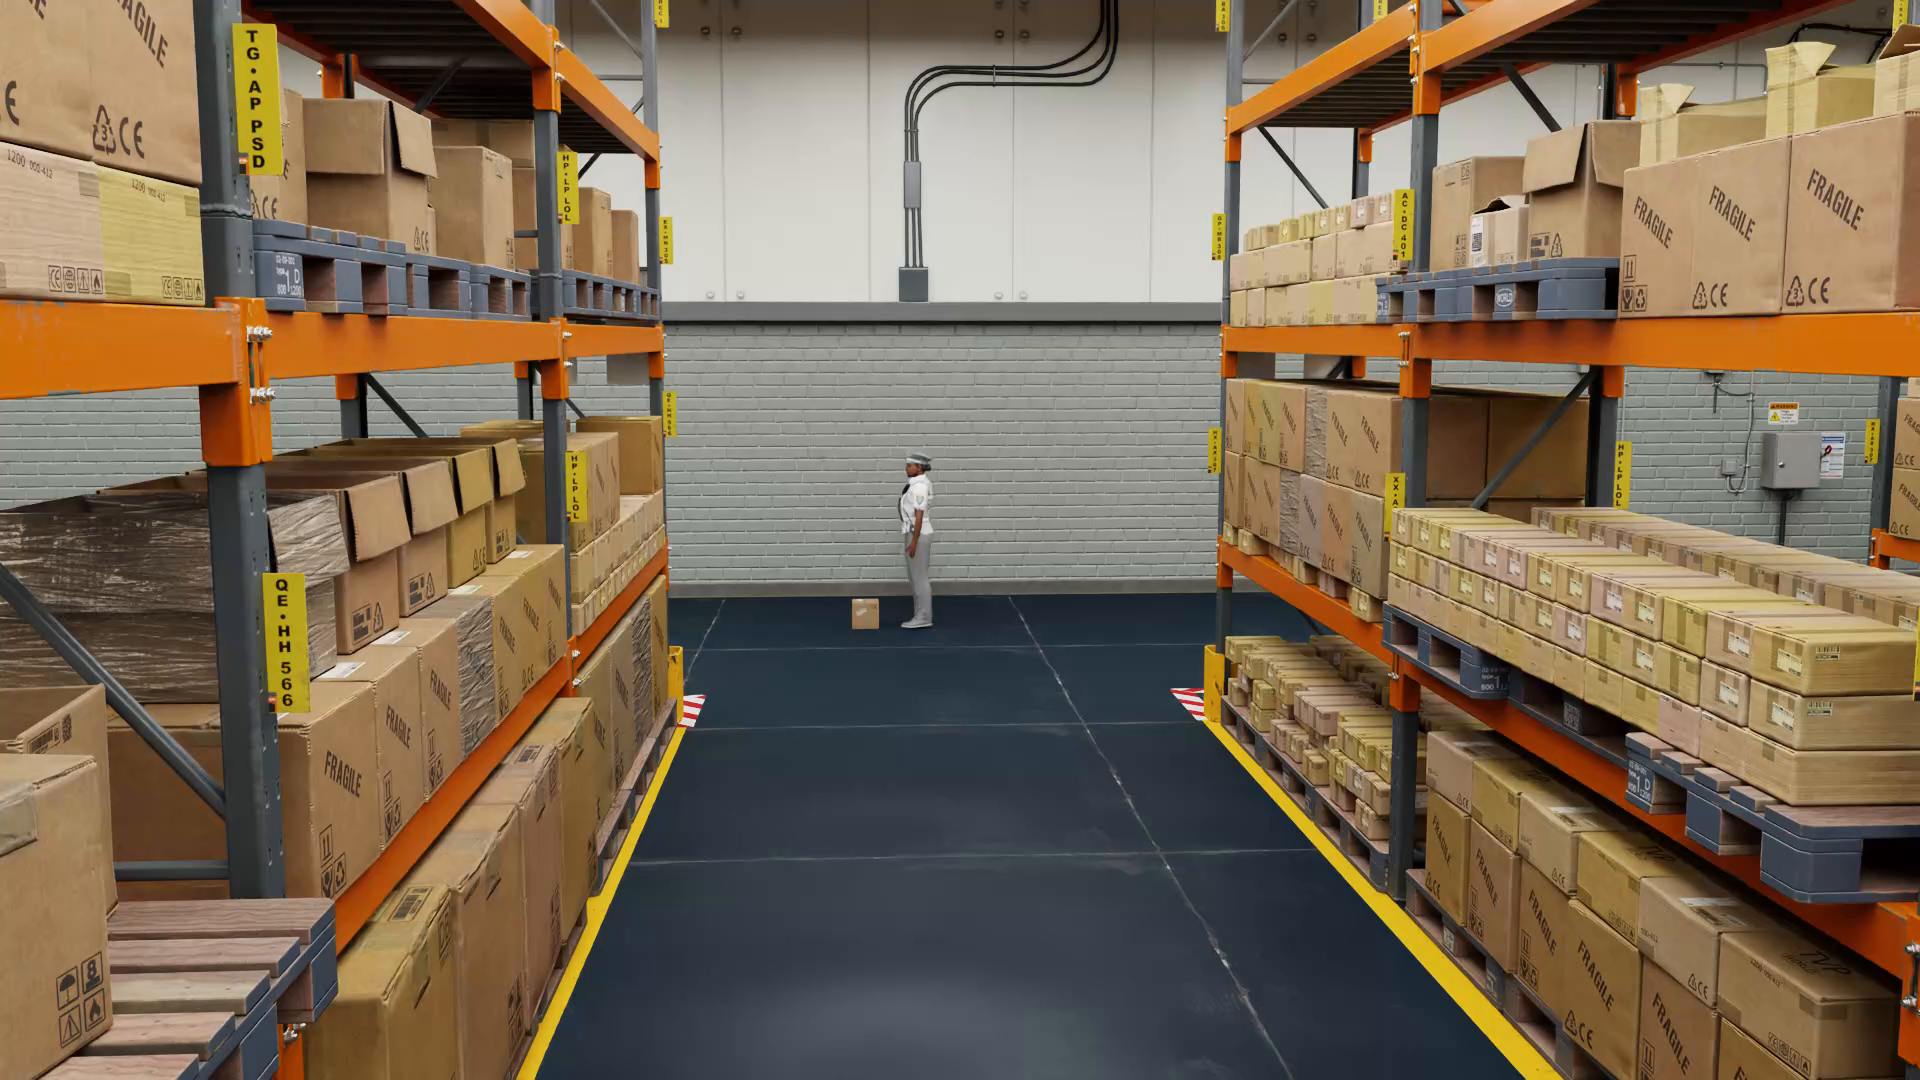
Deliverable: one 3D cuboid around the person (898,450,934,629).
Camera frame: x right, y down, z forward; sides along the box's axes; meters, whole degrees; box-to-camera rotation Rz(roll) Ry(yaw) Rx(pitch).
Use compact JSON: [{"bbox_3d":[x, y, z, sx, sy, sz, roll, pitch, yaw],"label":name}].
[{"bbox_3d":[-0.419,0.008,15.742,0.338,1.726,0.443,0,7,-3],"label":"person"}]
